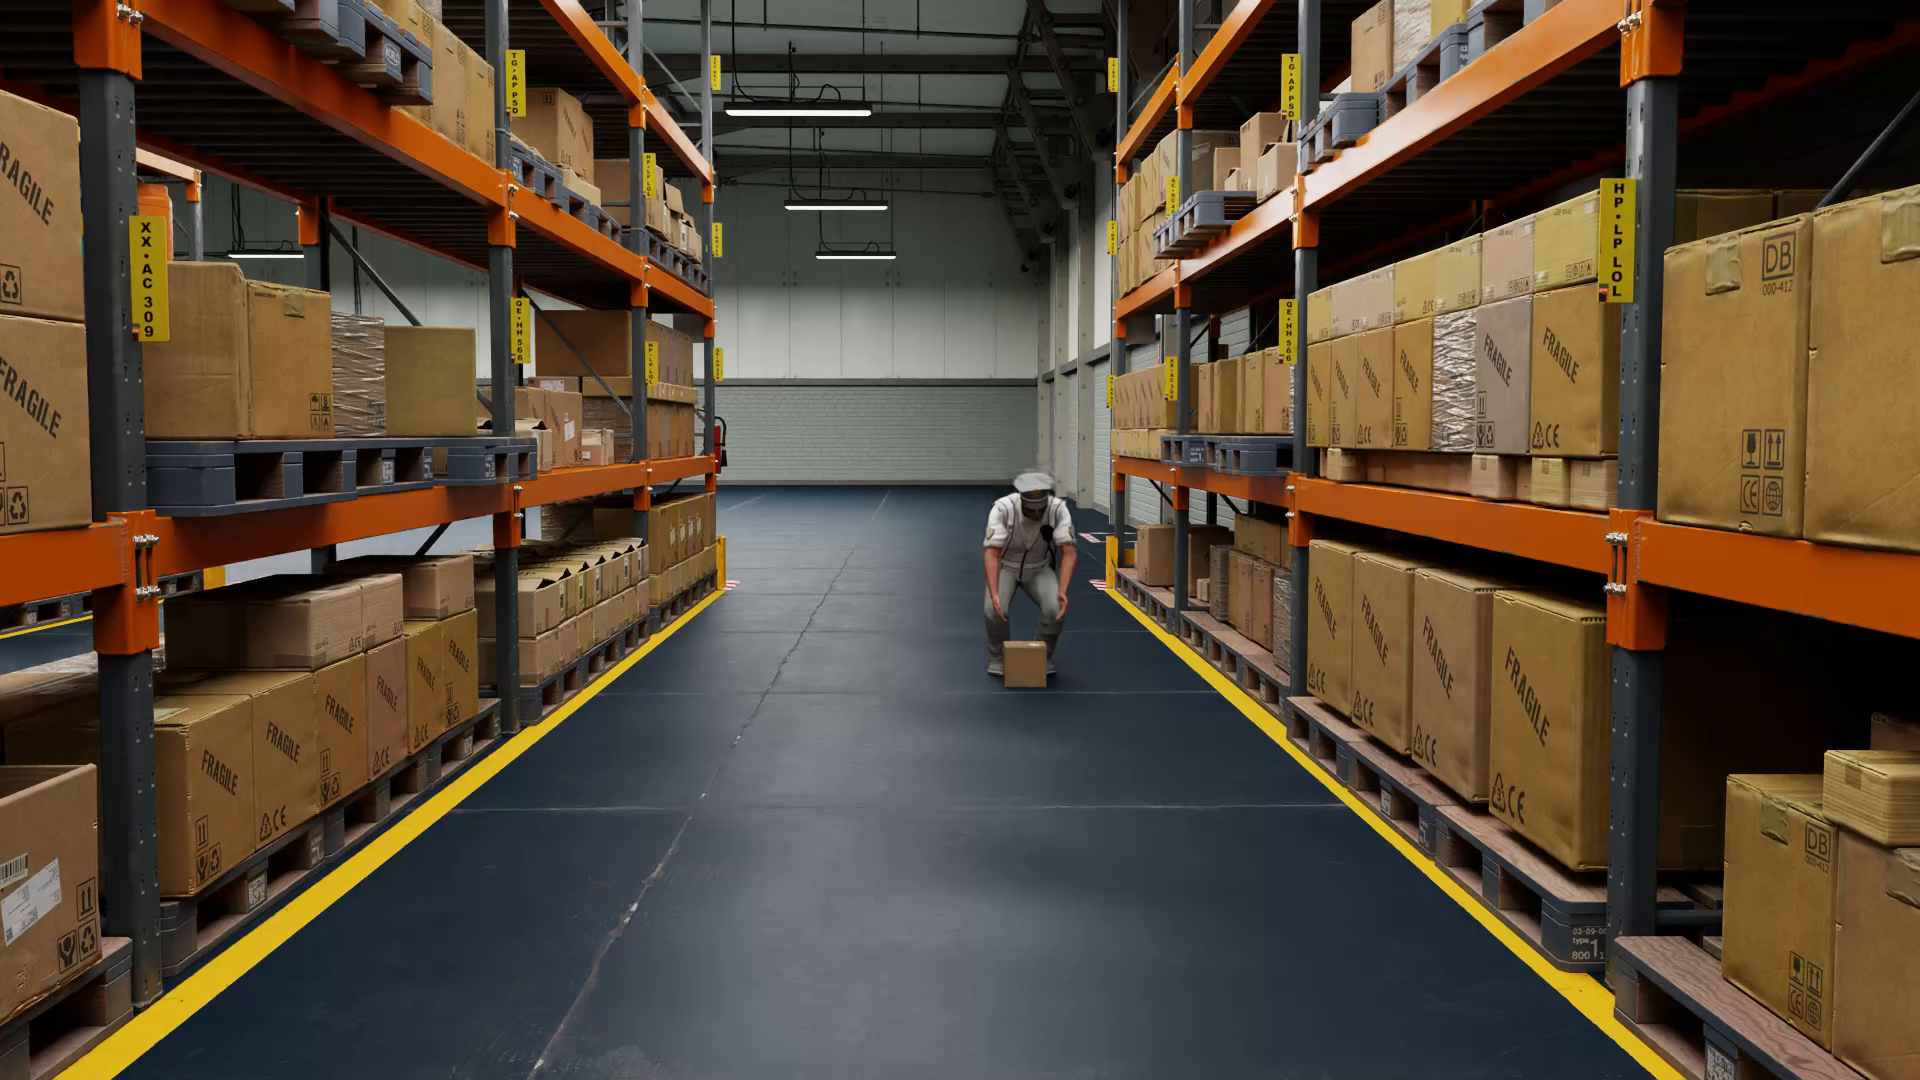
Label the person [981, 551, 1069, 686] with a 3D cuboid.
[{"bbox_3d":[0.404,0.495,10.413,0.545,0.899,0.992,0,4,-2],"label":"person"}]
